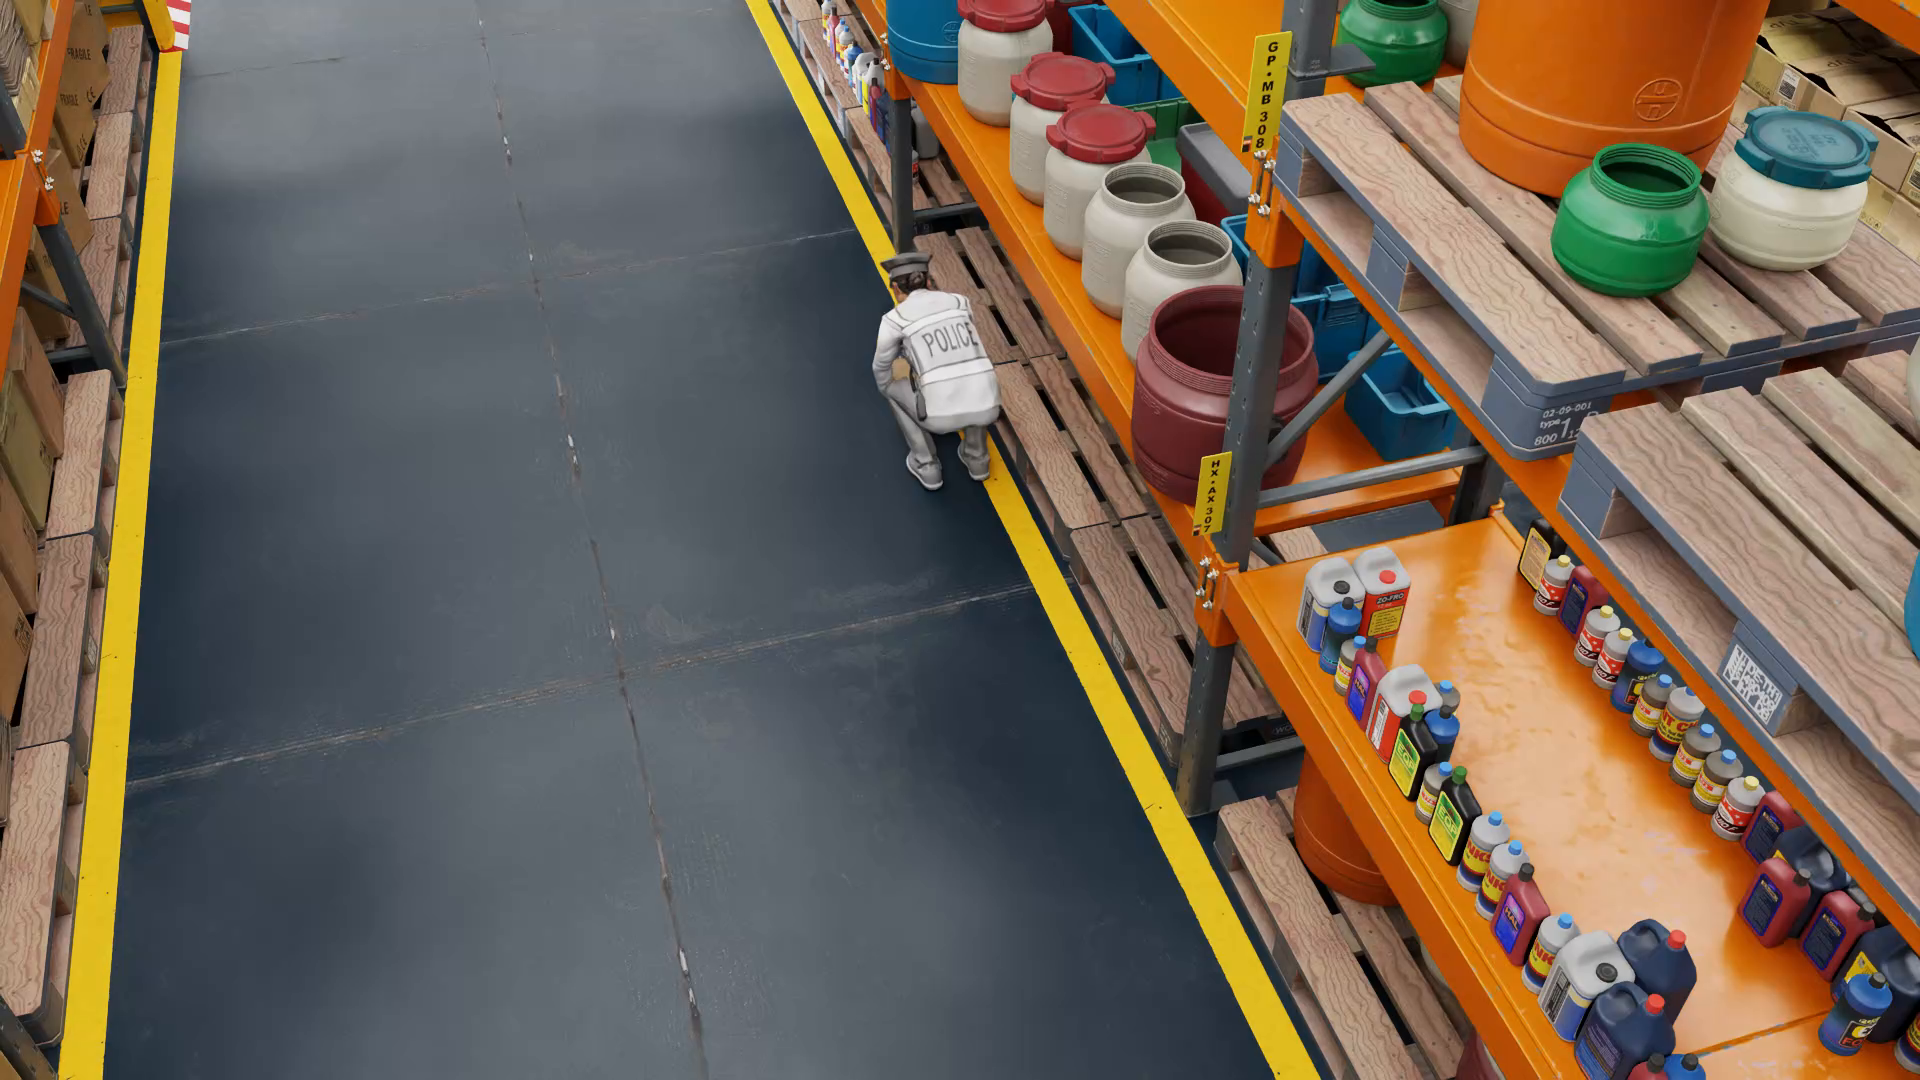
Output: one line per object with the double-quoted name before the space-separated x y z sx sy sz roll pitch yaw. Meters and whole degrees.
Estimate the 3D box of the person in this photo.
"person" -0.116 -0.759 7.512 0.494 0.964 0.848 -12 44 -13
